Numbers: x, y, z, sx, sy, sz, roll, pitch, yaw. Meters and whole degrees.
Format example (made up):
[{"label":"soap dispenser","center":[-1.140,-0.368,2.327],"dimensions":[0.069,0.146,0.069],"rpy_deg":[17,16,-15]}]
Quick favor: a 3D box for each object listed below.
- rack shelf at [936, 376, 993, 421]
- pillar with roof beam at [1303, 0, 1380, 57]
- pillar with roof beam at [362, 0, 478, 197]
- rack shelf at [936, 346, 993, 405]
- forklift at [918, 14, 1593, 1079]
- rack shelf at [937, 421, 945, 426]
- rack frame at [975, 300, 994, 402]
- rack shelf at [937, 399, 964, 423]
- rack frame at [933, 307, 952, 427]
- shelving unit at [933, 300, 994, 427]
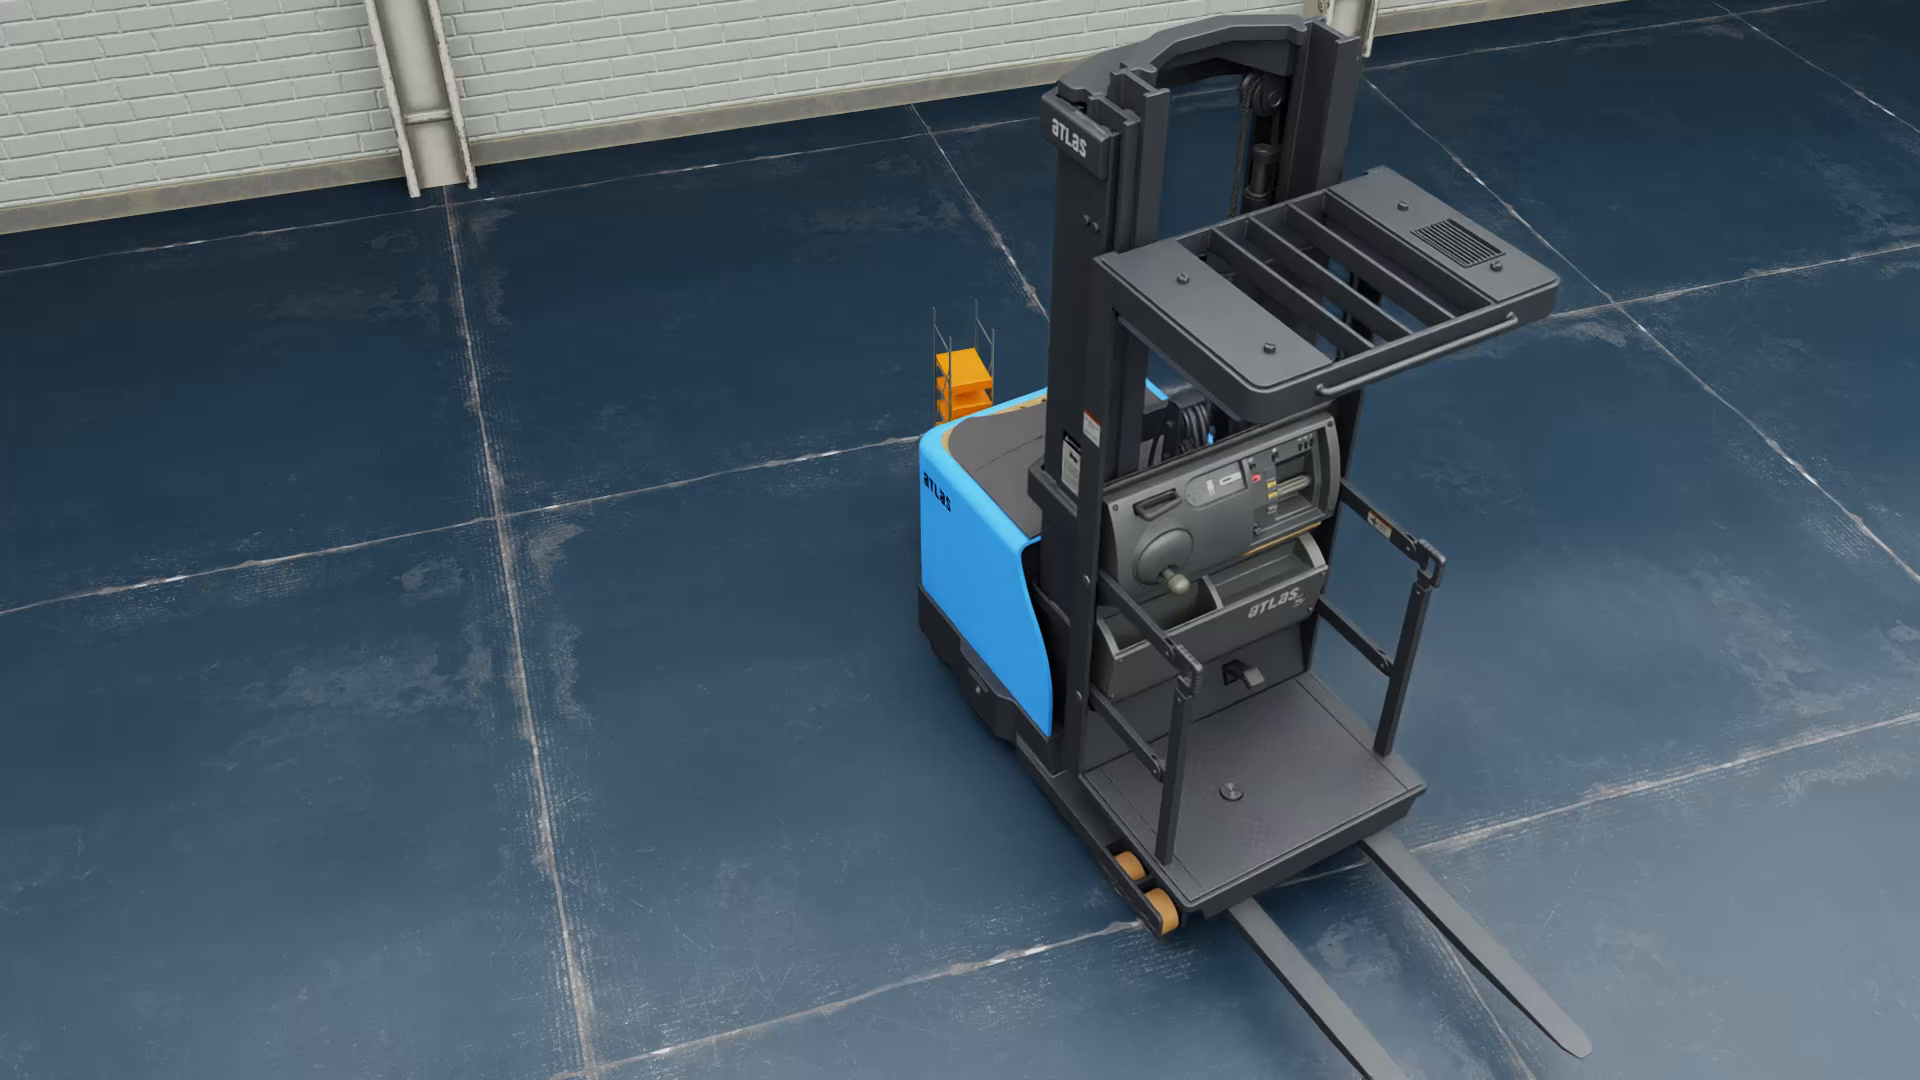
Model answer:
[{"label":"rack shelf","center":[0.014,-0.602,7.079],"dimensions":[0.180,0.103,0.258],"rpy_deg":[-12,42,-13]},{"label":"pillar with roof beam","center":[3.873,-4.058,5.405],"dimensions":[0.400,9.000,9.100],"rpy_deg":[-12,42,-13]},{"label":"pillar with roof beam","center":[-1.850,-2.872,4.047],"dimensions":[0.400,9.000,9.100],"rpy_deg":[-12,42,-13]},{"label":"rack shelf","center":[0.014,-0.692,7.000],"dimensions":[0.180,0.103,0.258],"rpy_deg":[-12,42,-13]},{"label":"forklift","center":[1.000,-0.036,5.413],"dimensions":[1.130,2.935,3.031],"rpy_deg":[-21,45,-22]},{"label":"rack shelf","center":[0.014,-0.421,7.237],"dimensions":[0.180,0.103,0.258],"rpy_deg":[-12,42,-13]},{"label":"rack frame","center":[0.101,-0.473,7.229],"dimensions":[0.006,1.200,0.240],"rpy_deg":[-12,42,-13]},{"label":"rack shelf","center":[0.014,-0.512,7.158],"dimensions":[0.180,0.103,0.258],"rpy_deg":[-12,42,-13]},{"label":"rack frame","center":[-0.073,-0.437,7.187],"dimensions":[0.006,1.200,0.240],"rpy_deg":[-12,42,-13]},{"label":"shelving unit","center":[0.014,-0.455,7.208],"dimensions":[0.189,1.200,0.258],"rpy_deg":[-12,42,-13]}]
